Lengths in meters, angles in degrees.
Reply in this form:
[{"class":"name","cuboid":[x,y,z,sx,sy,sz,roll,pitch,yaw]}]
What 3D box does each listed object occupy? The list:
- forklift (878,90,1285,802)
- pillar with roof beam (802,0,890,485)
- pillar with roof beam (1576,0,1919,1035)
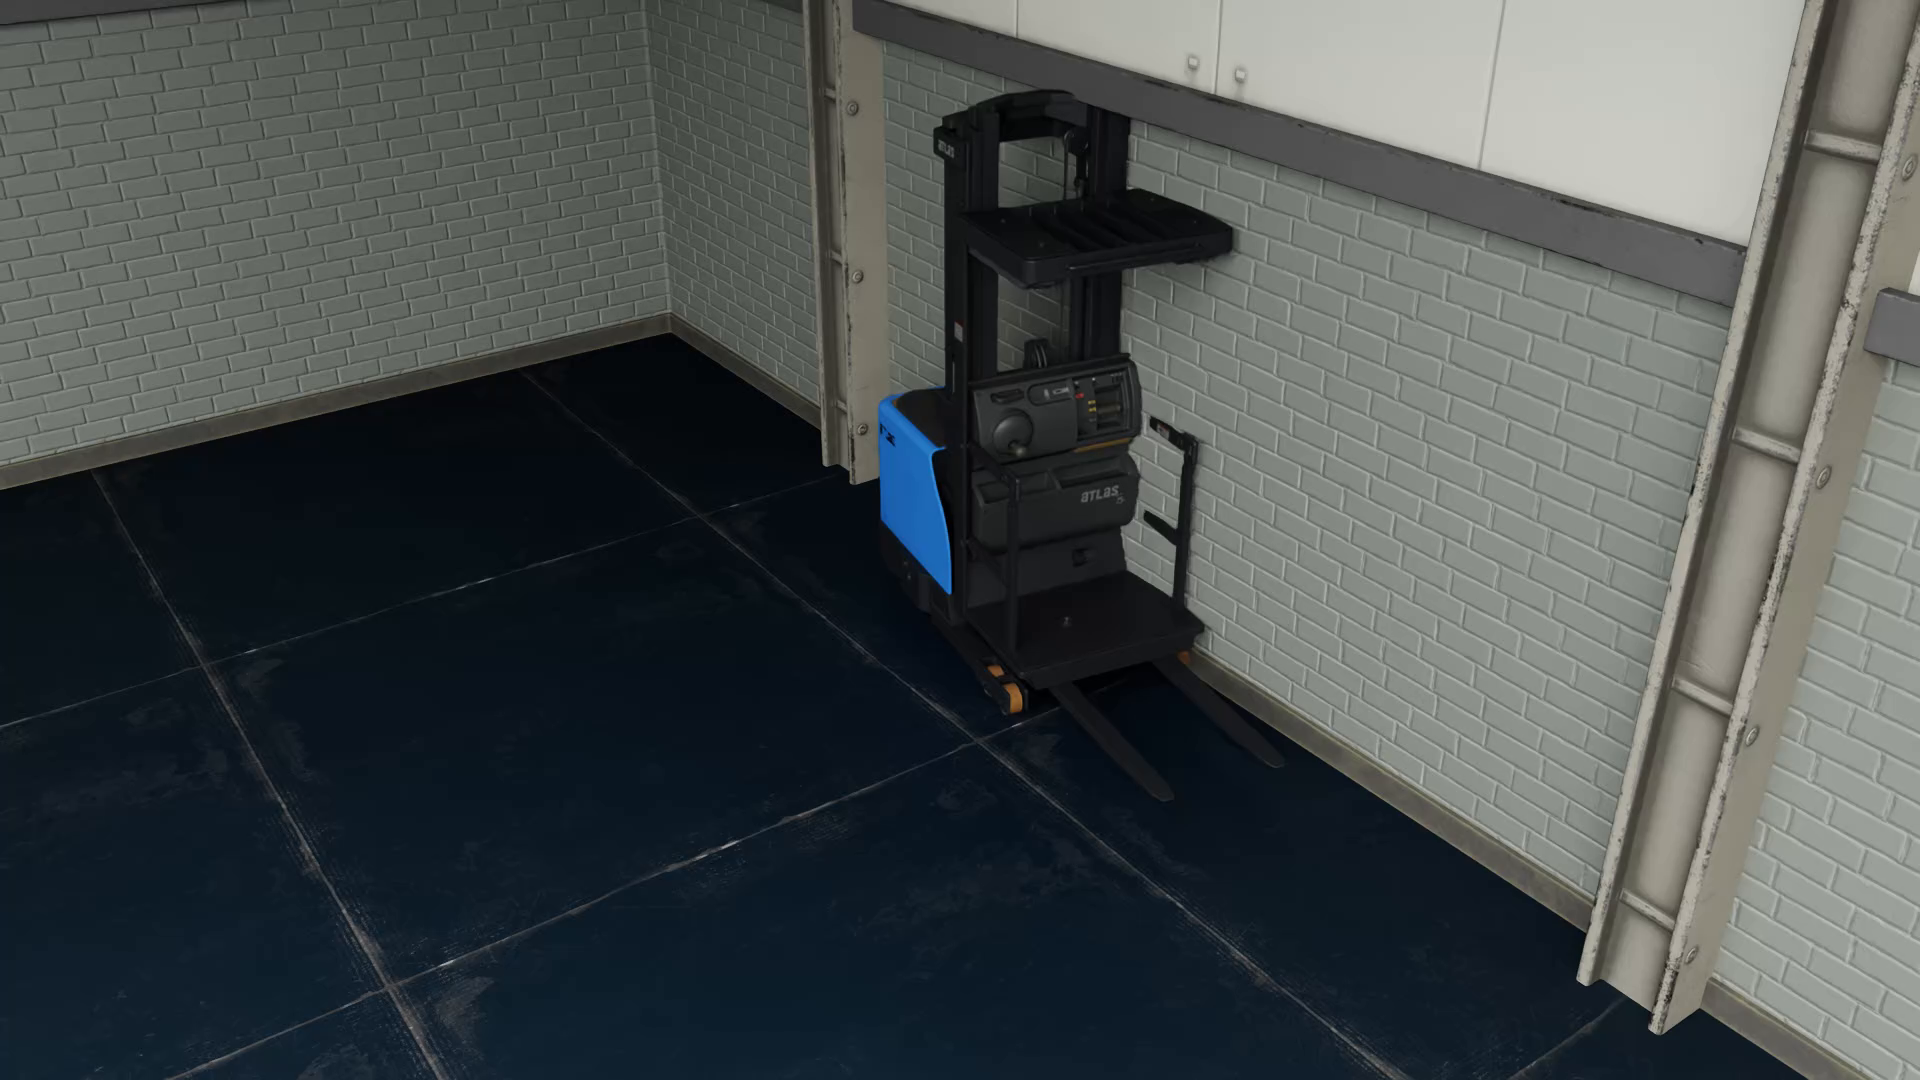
[{"class":"forklift","cuboid":[0.594,-0.622,8.324,1.130,2.935,3.031,-12,31,-22]},{"class":"pillar with roof beam","cuboid":[-4.195,-3.241,6.789,9.100,9.000,0.400,-19,34,-31]},{"class":"pillar with roof beam","cuboid":[-0.714,-0.909,2.494,9.100,9.000,0.400,-19,34,-31]}]
